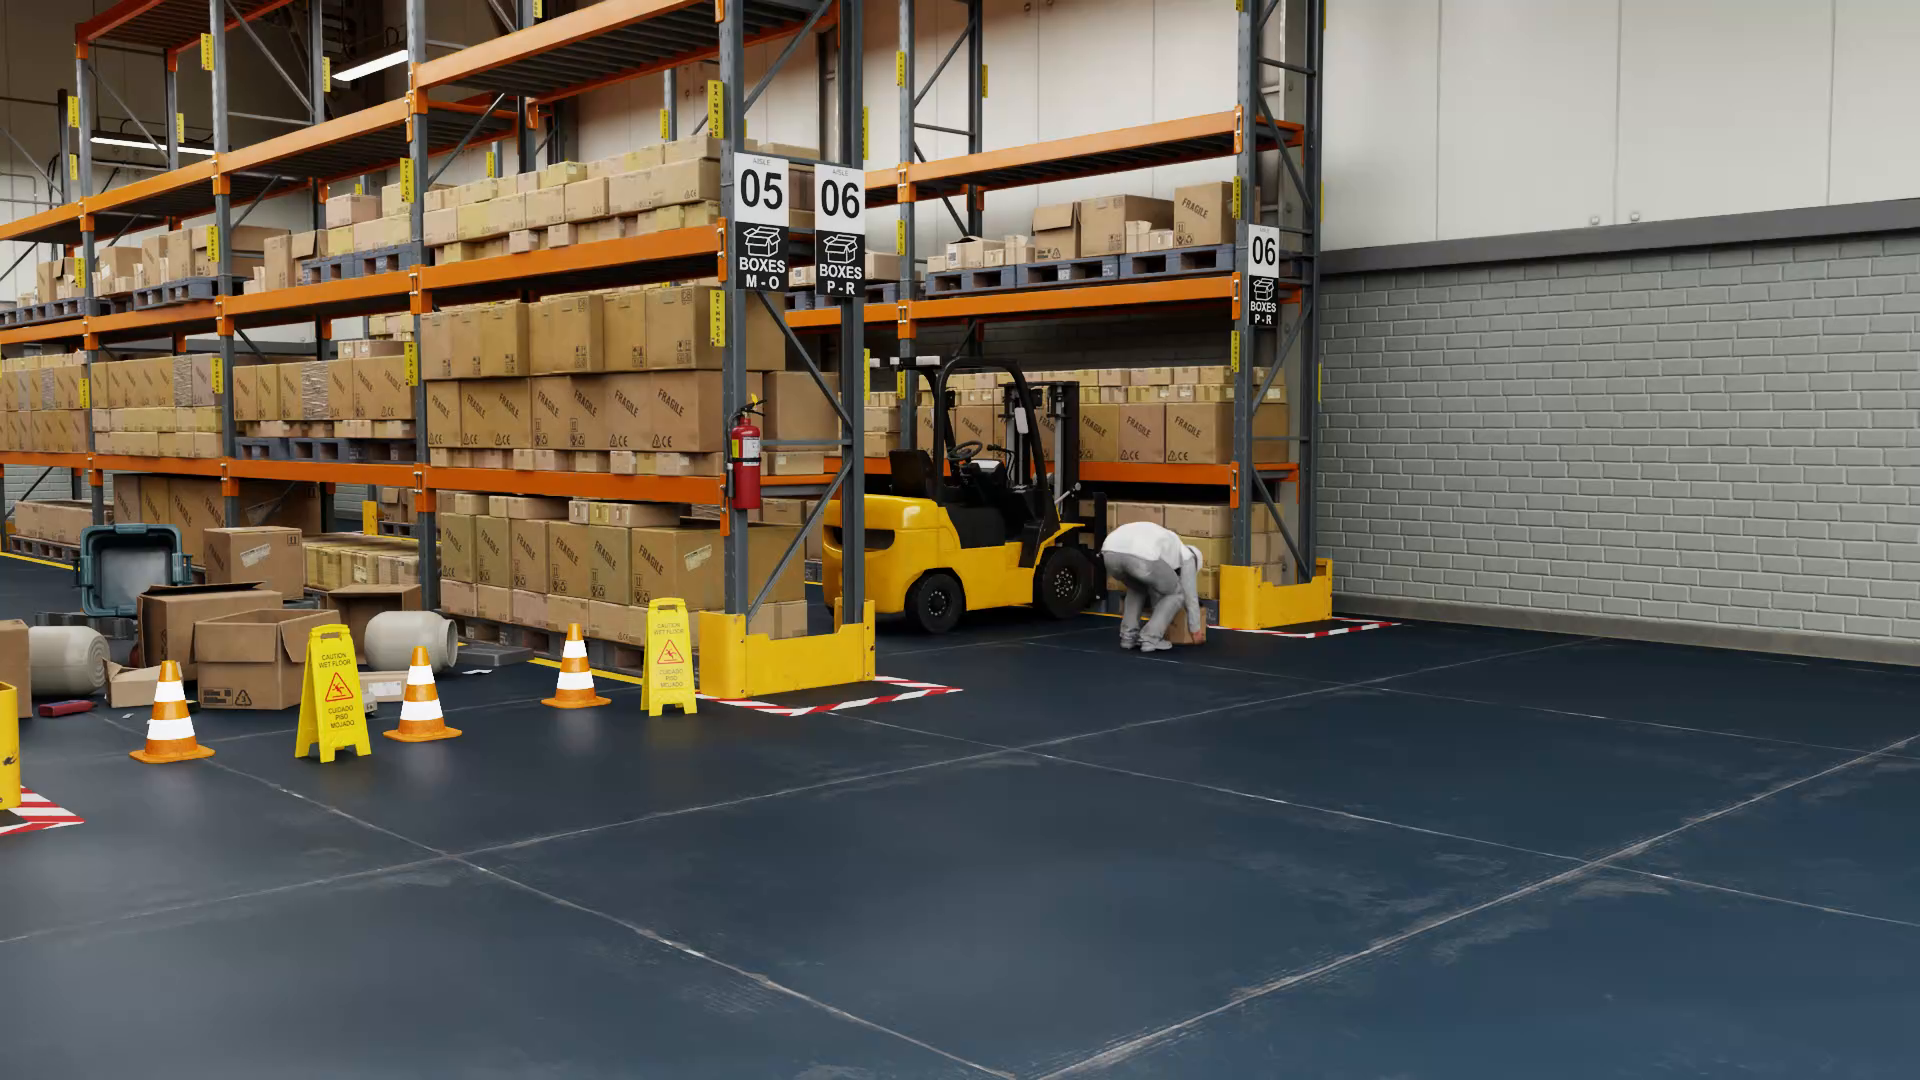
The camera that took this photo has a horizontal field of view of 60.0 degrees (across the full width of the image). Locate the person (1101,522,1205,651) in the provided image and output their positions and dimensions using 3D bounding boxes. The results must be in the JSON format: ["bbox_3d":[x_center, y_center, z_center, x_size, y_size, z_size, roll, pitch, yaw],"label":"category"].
[{"bbox_3d":[1.447,0.321,12.148,0.504,0.923,0.998,4,5,43],"label":"person"}]
